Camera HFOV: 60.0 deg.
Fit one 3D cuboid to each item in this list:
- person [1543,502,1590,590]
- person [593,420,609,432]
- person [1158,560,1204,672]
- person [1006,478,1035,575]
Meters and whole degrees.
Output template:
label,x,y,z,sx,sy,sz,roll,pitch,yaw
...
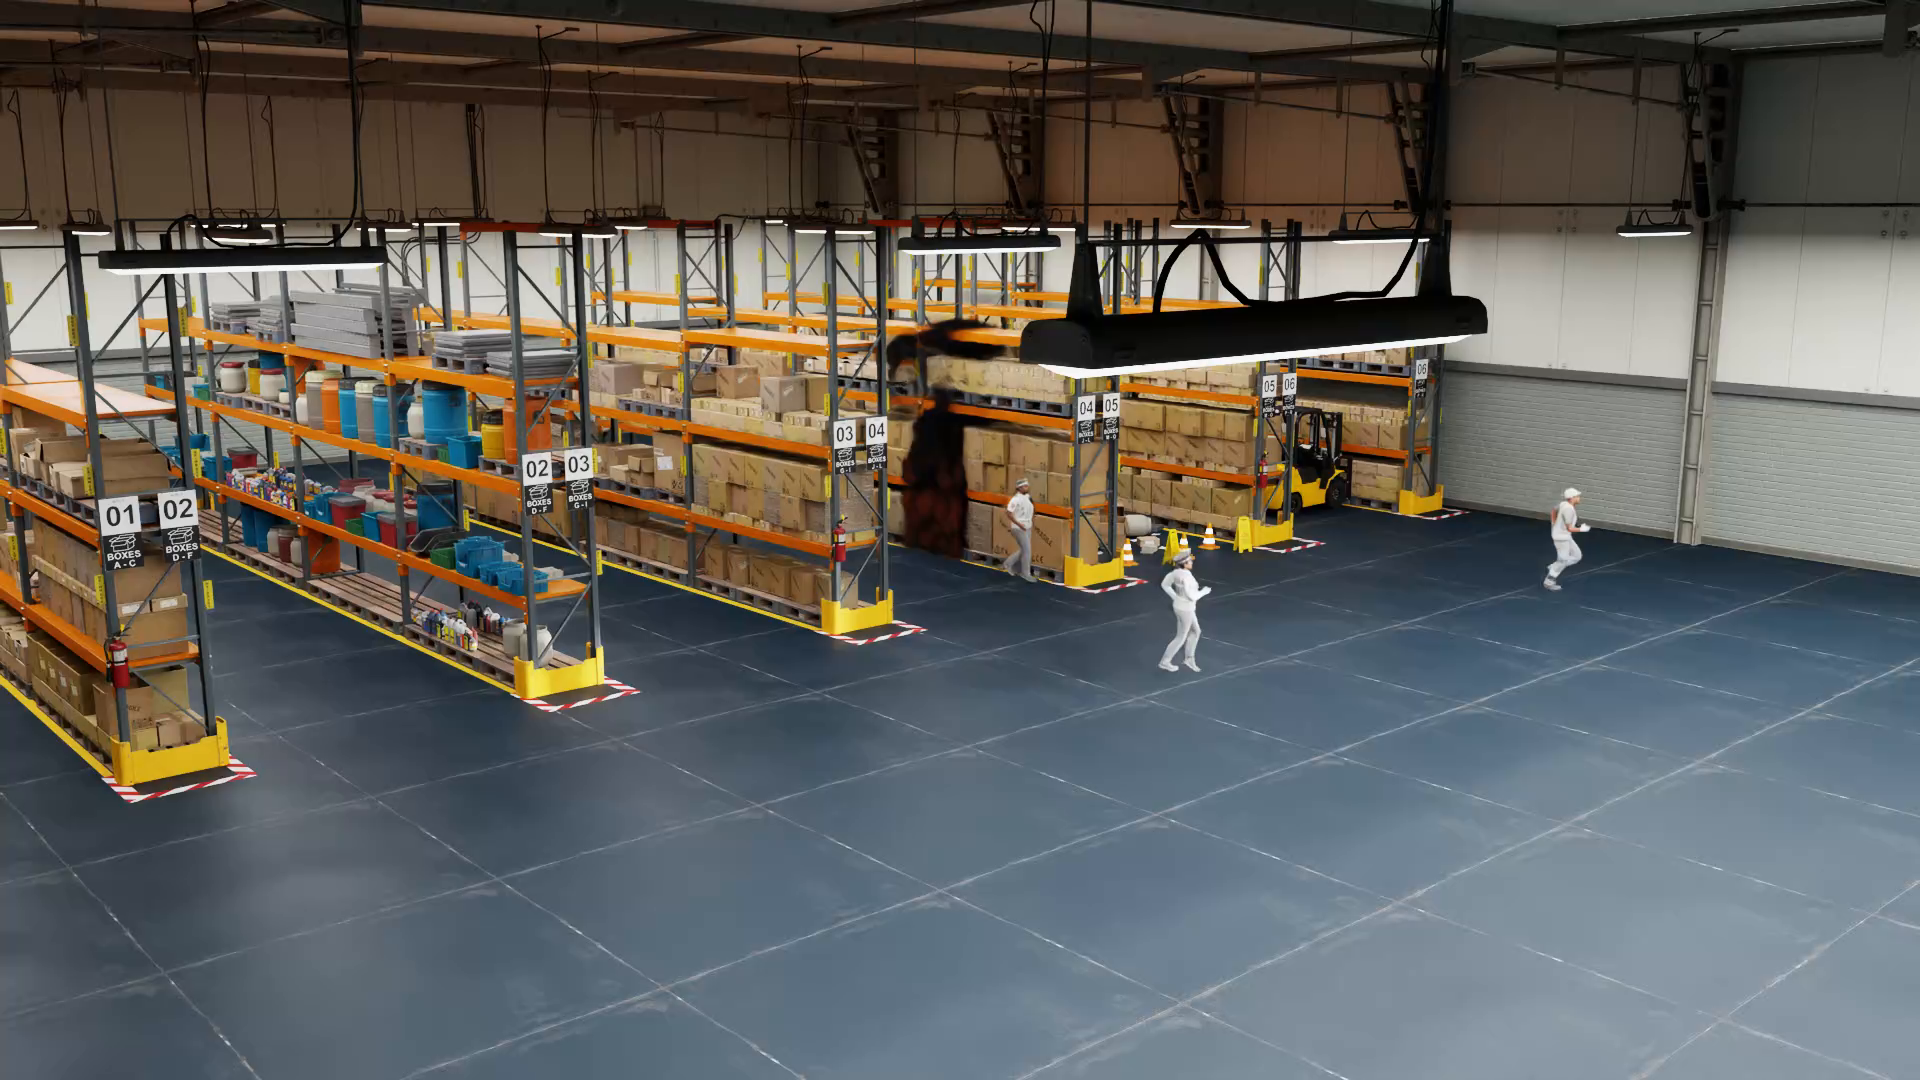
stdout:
label,x,y,z,sx,sy,sz,roll,pitch,yaw
person,10.065,0.098,27.546,0.657,1.502,0.698,3,12,17
person,-8.786,-2.805,40.741,0.693,1.513,0.362,10,15,40
person,3.014,1.015,22.660,0.624,1.698,0.591,-1,12,-7
person,0.967,-0.238,27.183,0.540,1.604,0.592,6,13,29
